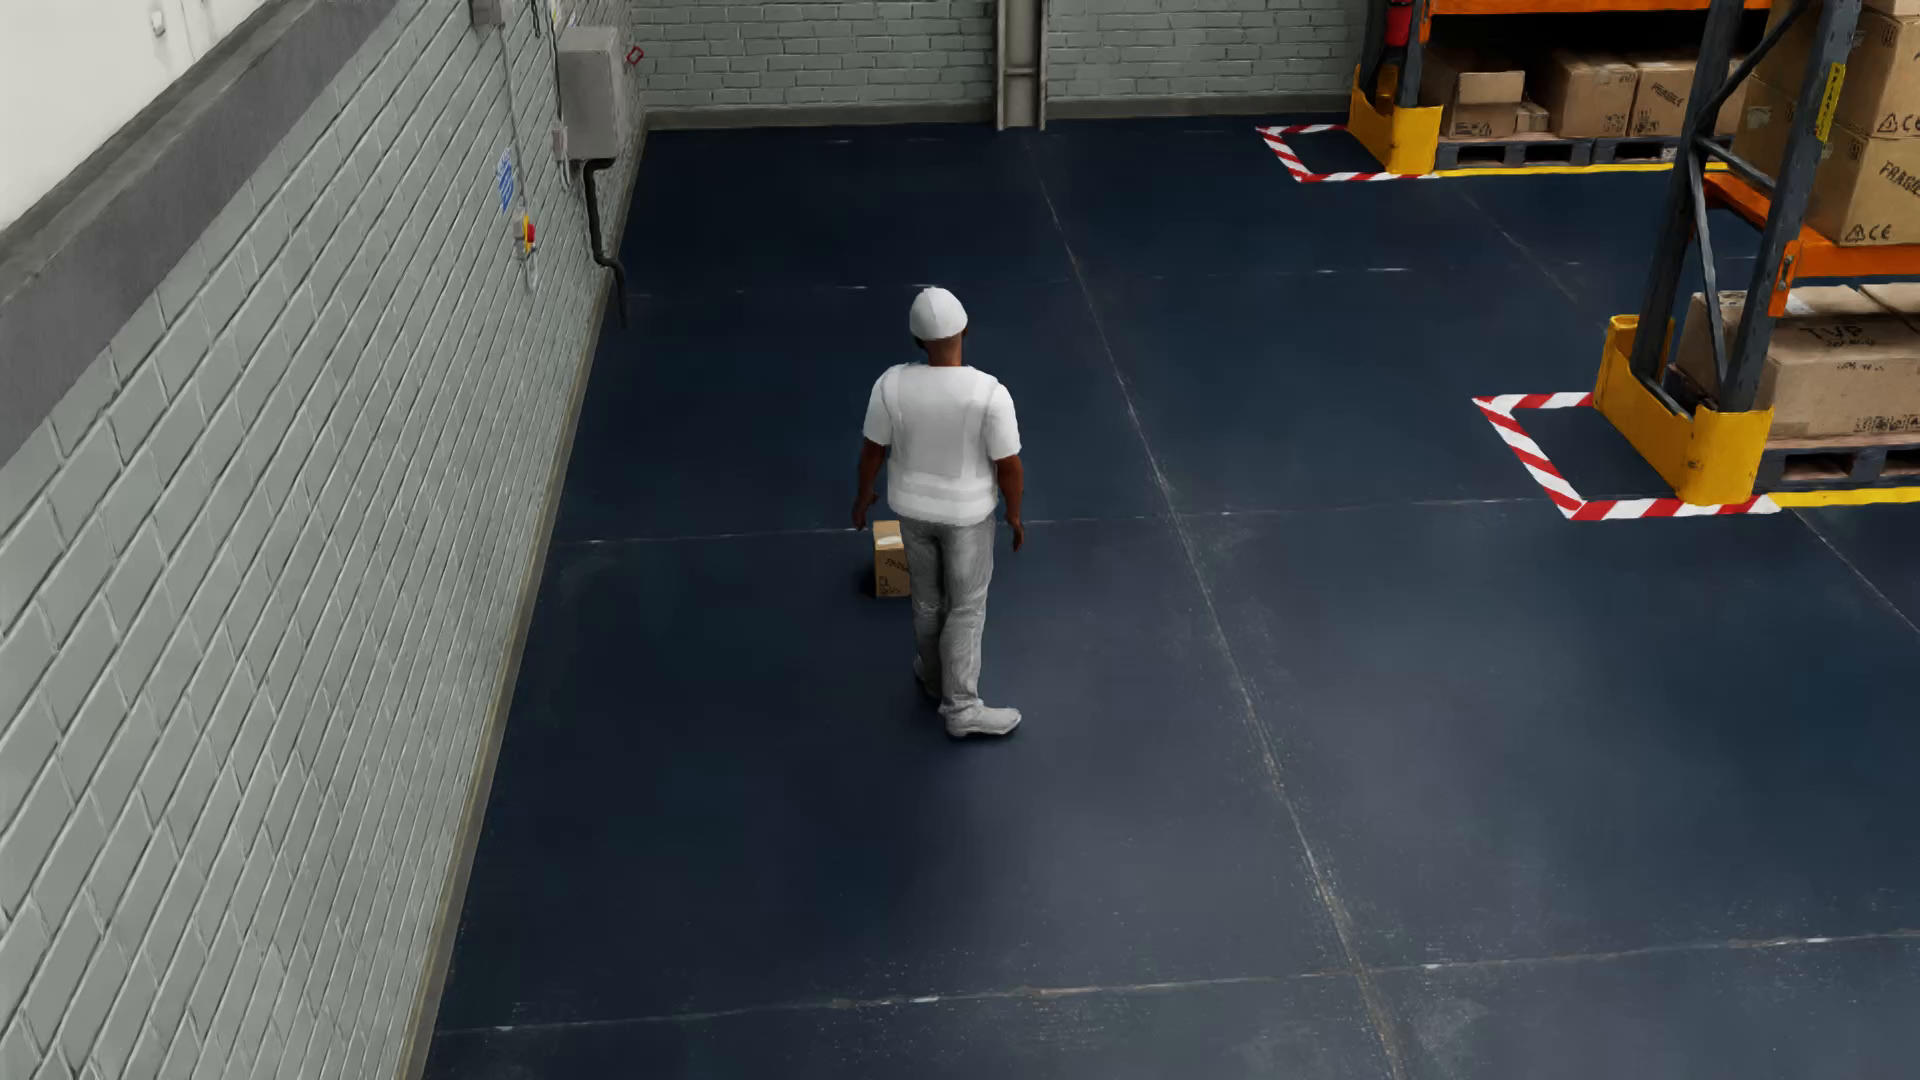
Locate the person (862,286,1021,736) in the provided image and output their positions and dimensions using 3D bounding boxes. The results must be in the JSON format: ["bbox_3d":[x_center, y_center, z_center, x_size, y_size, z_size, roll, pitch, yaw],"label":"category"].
[{"bbox_3d":[-0.039,-0.109,6.289,0.651,1.763,0.524,9,32,15],"label":"person"}]
